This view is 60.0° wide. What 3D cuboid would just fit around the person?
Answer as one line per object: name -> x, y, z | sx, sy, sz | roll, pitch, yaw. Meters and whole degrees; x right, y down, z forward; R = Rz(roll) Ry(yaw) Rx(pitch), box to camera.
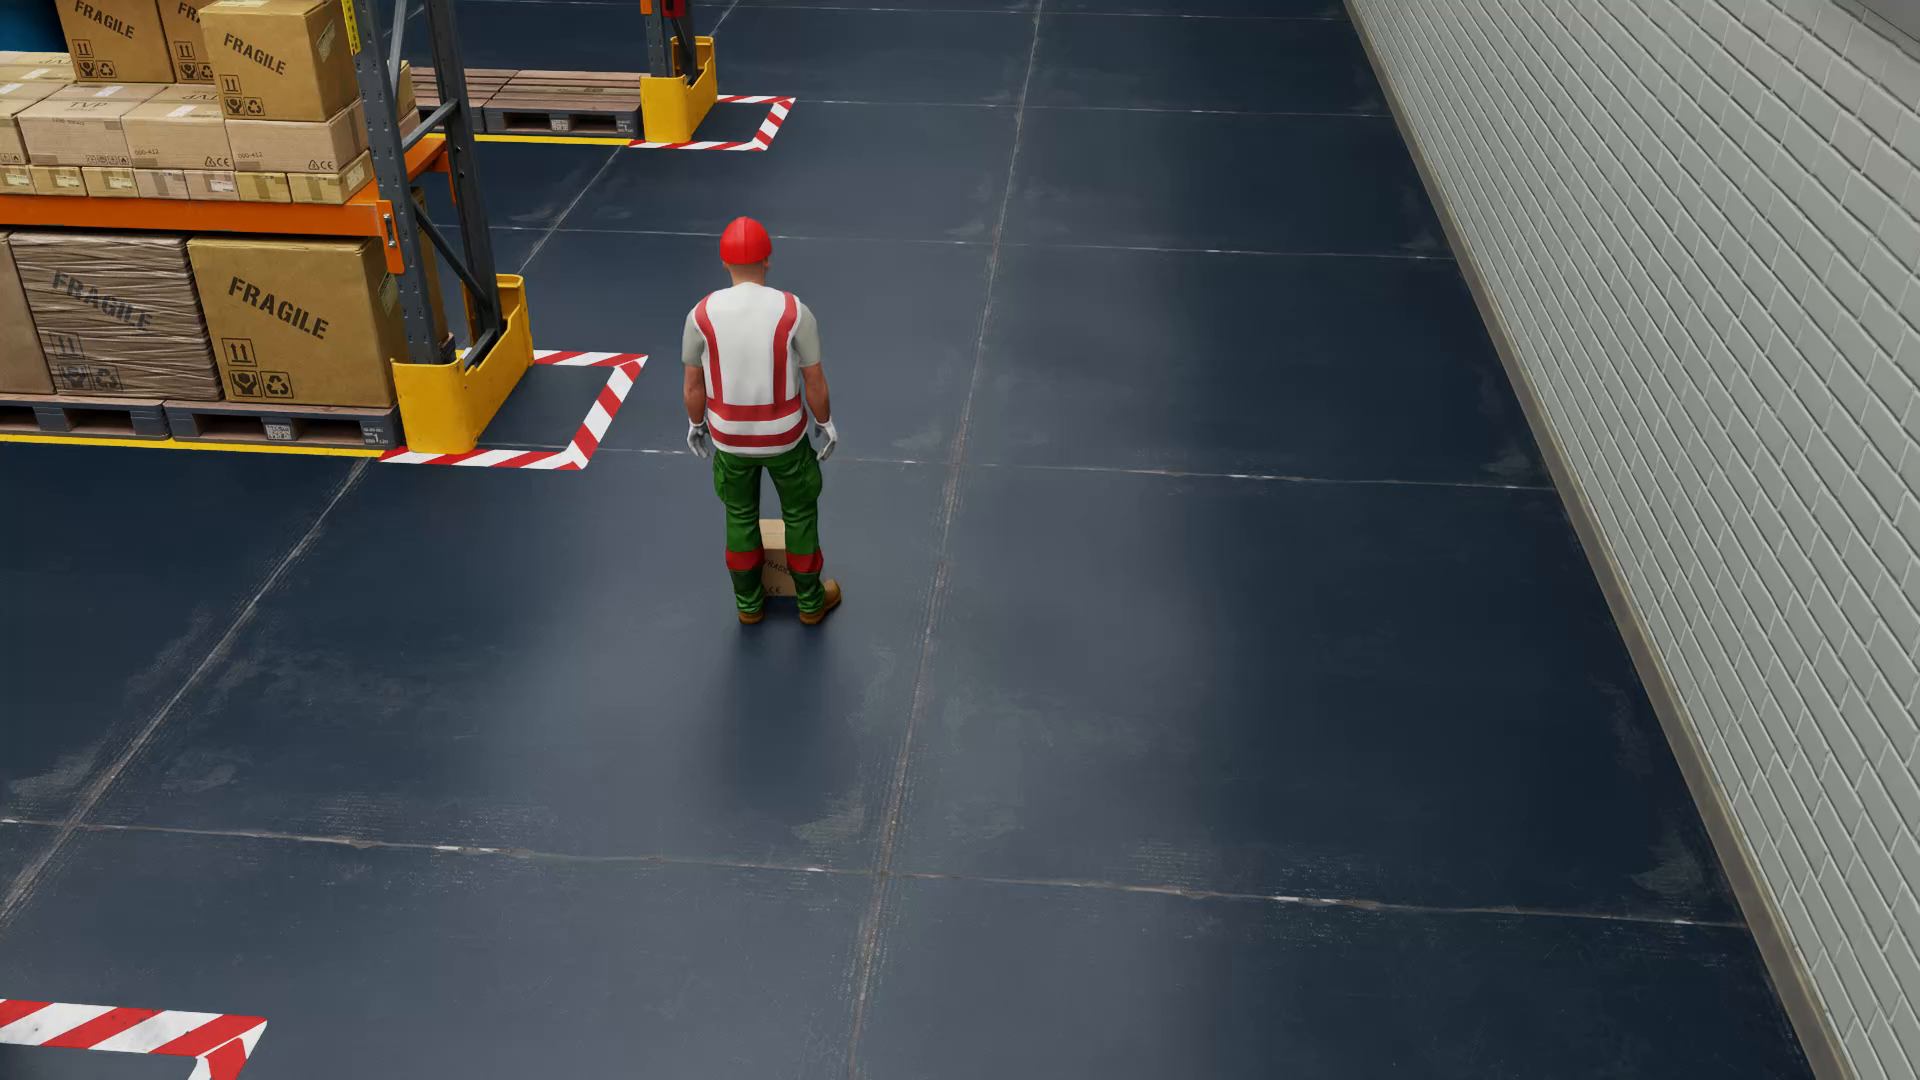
person -> -0.820, -0.453, 6.855 | 0.623, 1.780, 0.447 | 1, 32, 2
